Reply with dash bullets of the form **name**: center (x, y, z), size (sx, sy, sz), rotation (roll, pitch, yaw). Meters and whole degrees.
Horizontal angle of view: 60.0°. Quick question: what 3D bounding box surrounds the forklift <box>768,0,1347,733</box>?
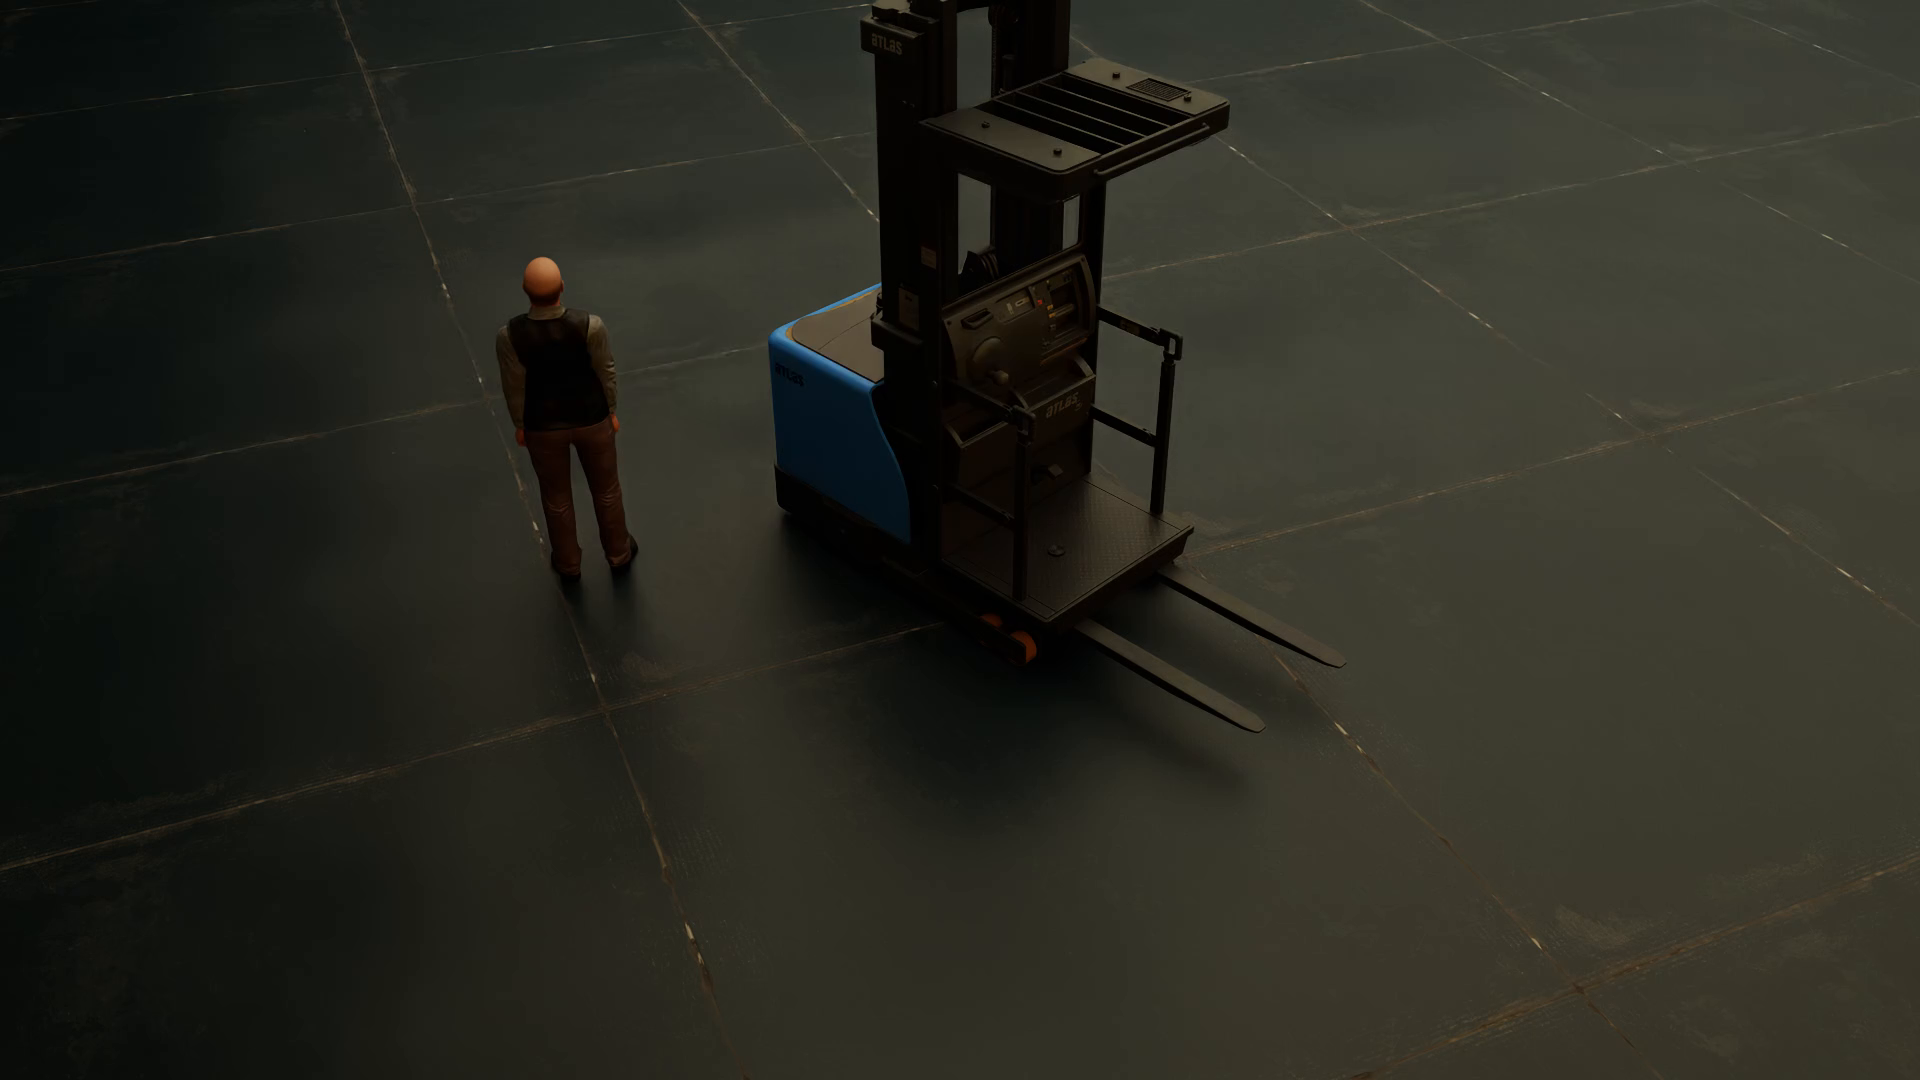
- **forklift**: center (0.432, -0.946, 7.429), size (3.031, 2.935, 1.130), rotation (30, 45, 35)

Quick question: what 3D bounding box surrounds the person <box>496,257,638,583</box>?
- **person**: center (-1.881, -0.565, 7.938), size (0.525, 1.724, 0.369), rotation (-9, 36, -12)
